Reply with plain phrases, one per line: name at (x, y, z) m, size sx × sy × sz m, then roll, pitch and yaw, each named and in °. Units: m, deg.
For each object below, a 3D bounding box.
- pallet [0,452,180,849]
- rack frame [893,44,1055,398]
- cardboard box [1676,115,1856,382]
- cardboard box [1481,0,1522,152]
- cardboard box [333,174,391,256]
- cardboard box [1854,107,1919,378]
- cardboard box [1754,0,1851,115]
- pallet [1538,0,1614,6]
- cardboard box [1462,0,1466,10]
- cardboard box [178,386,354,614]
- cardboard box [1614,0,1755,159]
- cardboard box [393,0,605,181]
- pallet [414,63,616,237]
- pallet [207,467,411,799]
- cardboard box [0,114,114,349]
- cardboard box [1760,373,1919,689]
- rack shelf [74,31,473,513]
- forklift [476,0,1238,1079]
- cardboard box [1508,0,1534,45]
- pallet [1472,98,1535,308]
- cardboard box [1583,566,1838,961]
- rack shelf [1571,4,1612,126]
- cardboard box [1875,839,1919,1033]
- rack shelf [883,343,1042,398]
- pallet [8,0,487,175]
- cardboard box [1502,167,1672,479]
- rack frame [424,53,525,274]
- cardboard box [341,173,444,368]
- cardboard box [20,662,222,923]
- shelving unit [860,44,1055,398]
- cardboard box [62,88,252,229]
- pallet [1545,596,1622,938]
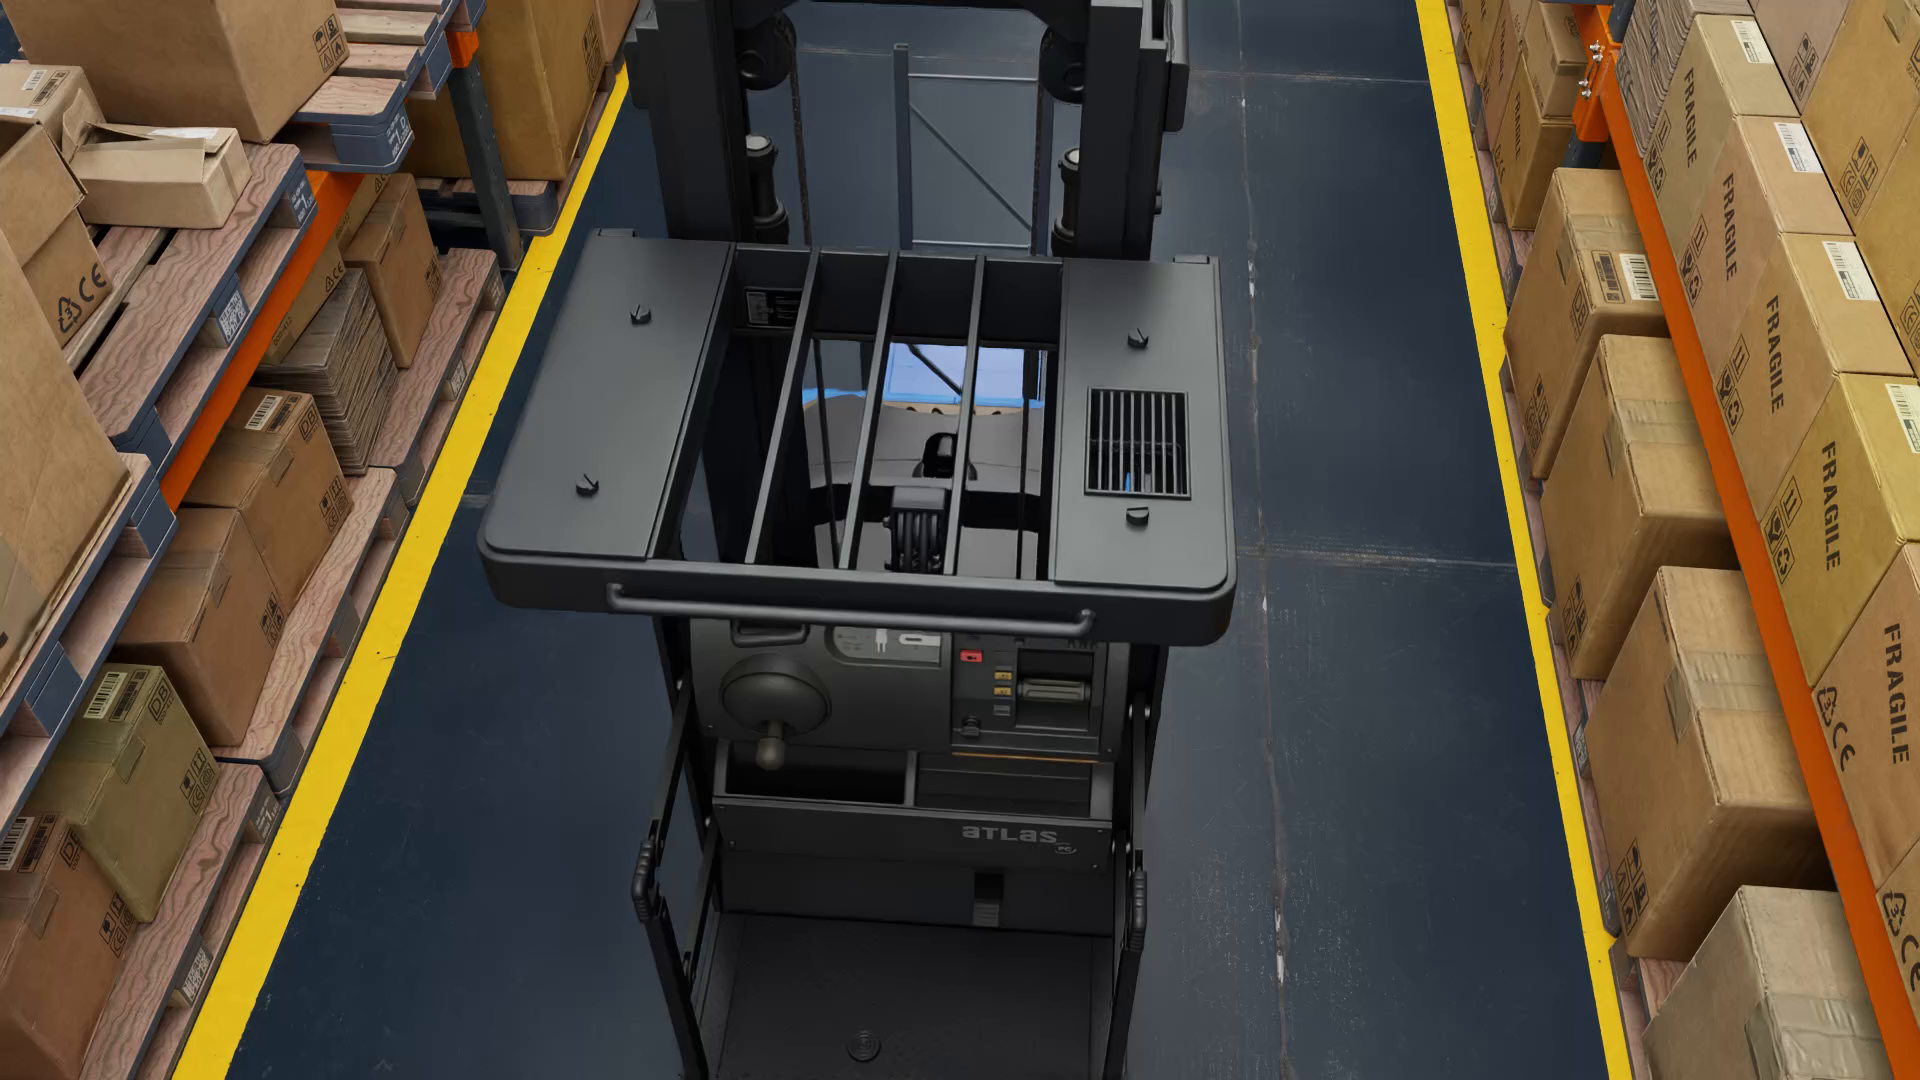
pallet at (-2.437, 0.282, 3.589) m, size 1.003 × 0.211 × 1.213 m, roll 4°, pitch 48°, yaw 4°
rack frame at (0.046, -0.996, 5.644) m, size 0.500 × 1.500 × 0.032 m, roll 3°, pitch 48°, yaw 3°
cardboard box at (2.243, -0.740, 4.326) m, size 0.500 × 0.500 × 0.500 m, roll 4°, pitch 48°, yaw 3°
cardboard box at (2.494, -1.943, 6.903) m, size 0.500 × 0.500 × 0.500 m, roll 6°, pitch 48°, yaw 5°
cardboard box at (-2.318, -1.233, 5.733) m, size 0.500 × 0.250 × 0.500 m, roll 6°, pitch 48°, yaw 5°
cardboard box at (2.456, -0.680, 3.593) m, size 0.700 × 0.500 × 0.500 m, roll 3°, pitch 48°, yaw 3°
cardboard box at (2.547, -1.432, 4.282) m, size 0.700 × 0.500 × 0.500 m, roll 3°, pitch 48°, yaw 3°
pallet at (2.602, -2.228, 5.885) m, size 1.213 × 0.211 × 1.003 m, roll 4°, pitch 48°, yaw 4°
cardboard box at (2.595, -2.700, 7.596) m, size 0.500 × 0.500 × 0.500 m, roll 5°, pitch 48°, yaw 4°
cardboard box at (-2.411, -0.156, 5.255) m, size 0.700 × 0.500 × 0.500 m, roll 7°, pitch 48°, yaw 7°
cardboard box at (2.333, -1.484, 5.007) m, size 0.500 × 0.500 × 0.500 m, roll 4°, pitch 48°, yaw 4°
cardboard box at (-2.204, -2.100, 6.793) m, size 1.225 × 0.875 × 0.875 m, roll 2°, pitch 48°, yaw 2°
pallet at (-2.140, -1.803, 7.256) m, size 1.003 × 0.211 × 1.213 m, roll 4°, pitch 48°, yaw 4°
pallet at (-2.474, 0.239, 5.388) m, size 1.003 × 0.211 × 1.213 m, roll 4°, pitch 48°, yaw 4°
cardboard box at (-2.586, -0.687, 3.991) m, size 0.797 × 0.503 × 0.637 m, roll 8°, pitch 48°, yaw 8°
cardboard box at (2.152, -0.001, 3.650) m, size 0.500 × 0.500 × 0.500 m, roll 4°, pitch 48°, yaw 4°
rack shelf at (-2.469, -0.457, 4.623) m, size 1.077 × 0.370 × 4.000 m, roll 4°, pitch 48°, yaw 4°
forklift at (-0.122, 0.408, 3.391) m, size 1.130 × 2.935 × 3.031 m, roll 3°, pitch 48°, yaw 3°
cardboard box at (2.479, -2.205, 6.635) m, size 0.500 × 0.250 × 0.500 m, roll 4°, pitch 48°, yaw 4°
pallet at (2.716, -1.395, 6.883) m, size 1.003 × 0.211 × 1.213 m, roll 4°, pitch 48°, yaw 4°
cardboard box at (2.337, 0.624, 4.386) m, size 1.050 × 0.750 × 0.750 m, roll 4°, pitch 48°, yaw 4°
rack shelf at (2.825, -2.989, 6.938) m, size 1.077 × 0.370 × 4.000 m, roll 4°, pitch 48°, yaw 4°
cardboard box at (2.060, 0.742, 2.971) m, size 0.500 × 0.500 × 0.500 m, roll 4°, pitch 48°, yaw 3°
rack shelf at (0.009, -0.500, 5.435) m, size 0.538 × 0.185 × 1.000 m, roll 3°, pitch 48°, yaw 3°
pallet at (-2.246, -1.574, 5.287) m, size 1.213 × 0.211 × 1.003 m, roll 4°, pitch 48°, yaw 4°
cardboard box at (2.498, -0.703, 5.600) m, size 1.050 × 0.750 × 0.750 m, roll 3°, pitch 48°, yaw 3°
rack frame at (-2.287, -2.170, 5.702) m, size 1.000 × 3.000 × 0.127 m, roll 4°, pitch 48°, yaw 4°
cardboard box at (-2.328, -0.981, 6.010) m, size 0.700 × 0.500 × 0.500 m, roll 2°, pitch 48°, yaw 1°
cardboard box at (-2.512, 0.666, 4.504) m, size 0.700 × 0.500 × 0.500 m, roll 4°, pitch 48°, yaw 3°
shelving unit at (0.009, -0.621, 5.302) m, size 0.538 × 1.500 × 1.048 m, roll 3°, pitch 48°, yaw 3°
cardboard box at (-2.170, -1.023, 4.459) m, size 0.396 × 0.266 × 0.258 m, roll 3°, pitch 48°, yaw 2°
pallet at (2.382, 0.647, 5.015) m, size 1.003 × 0.211 × 1.213 m, roll 4°, pitch 48°, yaw 4°
